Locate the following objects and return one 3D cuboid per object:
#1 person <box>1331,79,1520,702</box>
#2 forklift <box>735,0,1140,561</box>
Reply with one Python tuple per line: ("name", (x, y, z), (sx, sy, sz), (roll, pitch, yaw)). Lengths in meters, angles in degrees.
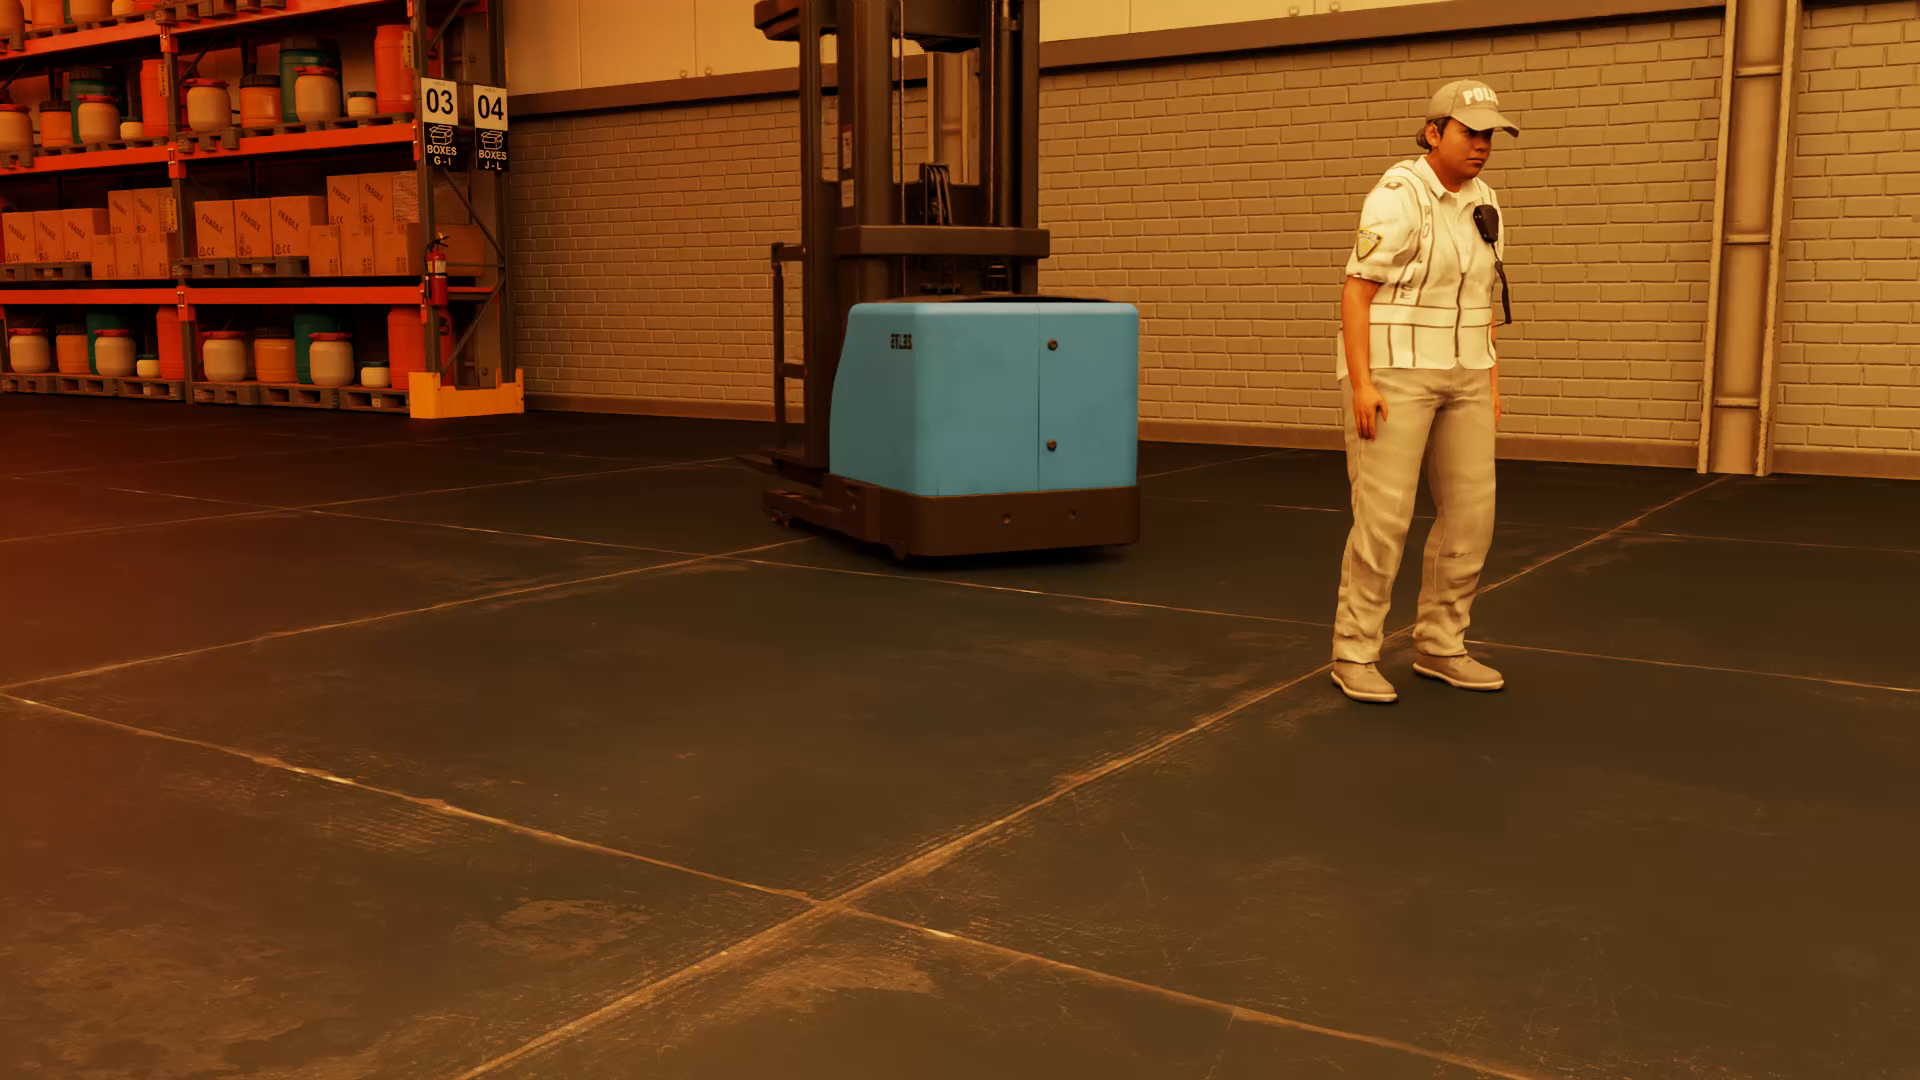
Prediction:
("person", (1.288, -0.411, 4.594), (0.550, 1.664, 0.470), (-4, 9, -25))
("forklift", (-0.320, -1.533, 7.973), (1.130, 2.935, 3.031), (-4, 9, -25))
